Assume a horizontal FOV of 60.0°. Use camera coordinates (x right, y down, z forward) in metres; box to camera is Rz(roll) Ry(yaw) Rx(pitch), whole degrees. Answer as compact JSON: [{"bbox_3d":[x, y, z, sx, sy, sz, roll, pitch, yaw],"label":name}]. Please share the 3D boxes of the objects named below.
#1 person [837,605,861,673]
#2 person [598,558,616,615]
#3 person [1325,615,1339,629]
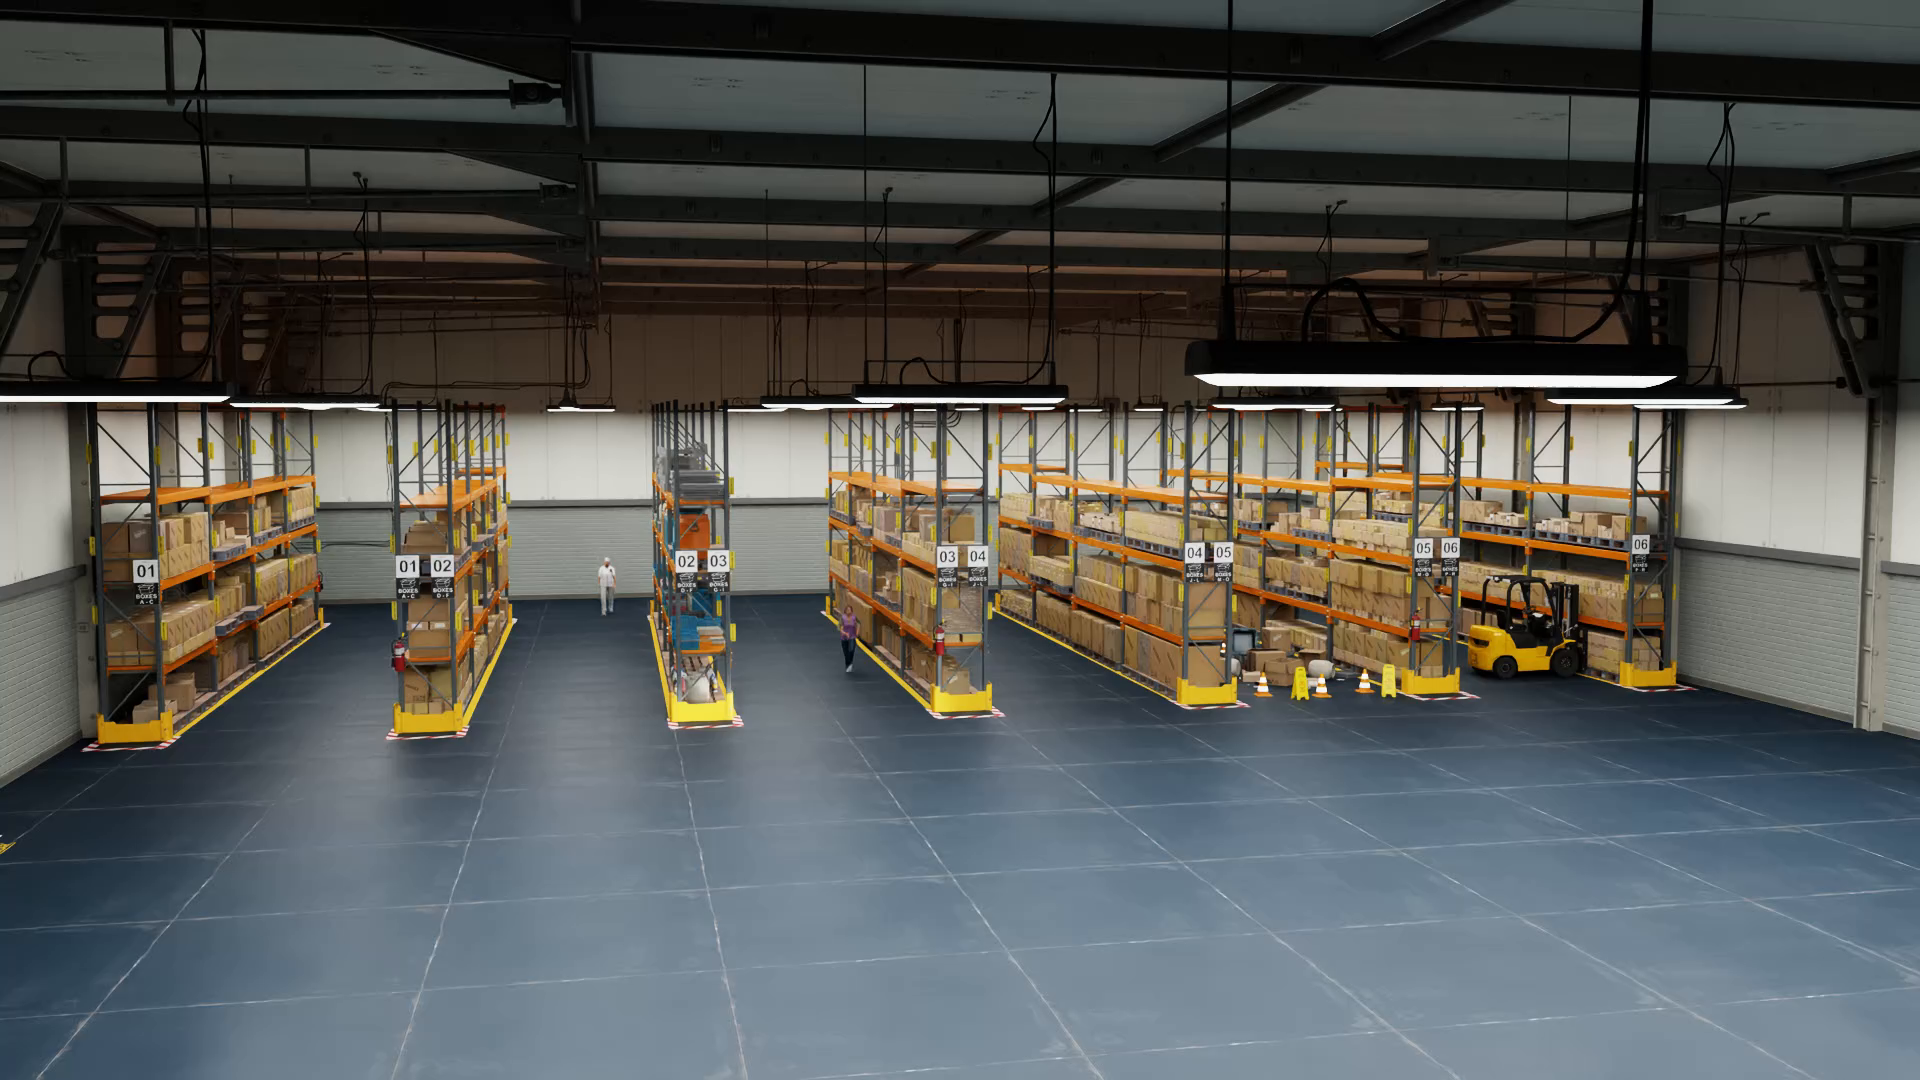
[{"bbox_3d":[-2.450,2.177,36.753,0.530,1.518,0.795,0,4,-1],"label":"person"},{"bbox_3d":[-10.093,1.313,47.560,0.508,1.603,1.030,-1,4,-11],"label":"person"},{"bbox_3d":[9.951,1.504,44.359,0.612,1.773,0.398,-4,6,-41],"label":"person"}]
